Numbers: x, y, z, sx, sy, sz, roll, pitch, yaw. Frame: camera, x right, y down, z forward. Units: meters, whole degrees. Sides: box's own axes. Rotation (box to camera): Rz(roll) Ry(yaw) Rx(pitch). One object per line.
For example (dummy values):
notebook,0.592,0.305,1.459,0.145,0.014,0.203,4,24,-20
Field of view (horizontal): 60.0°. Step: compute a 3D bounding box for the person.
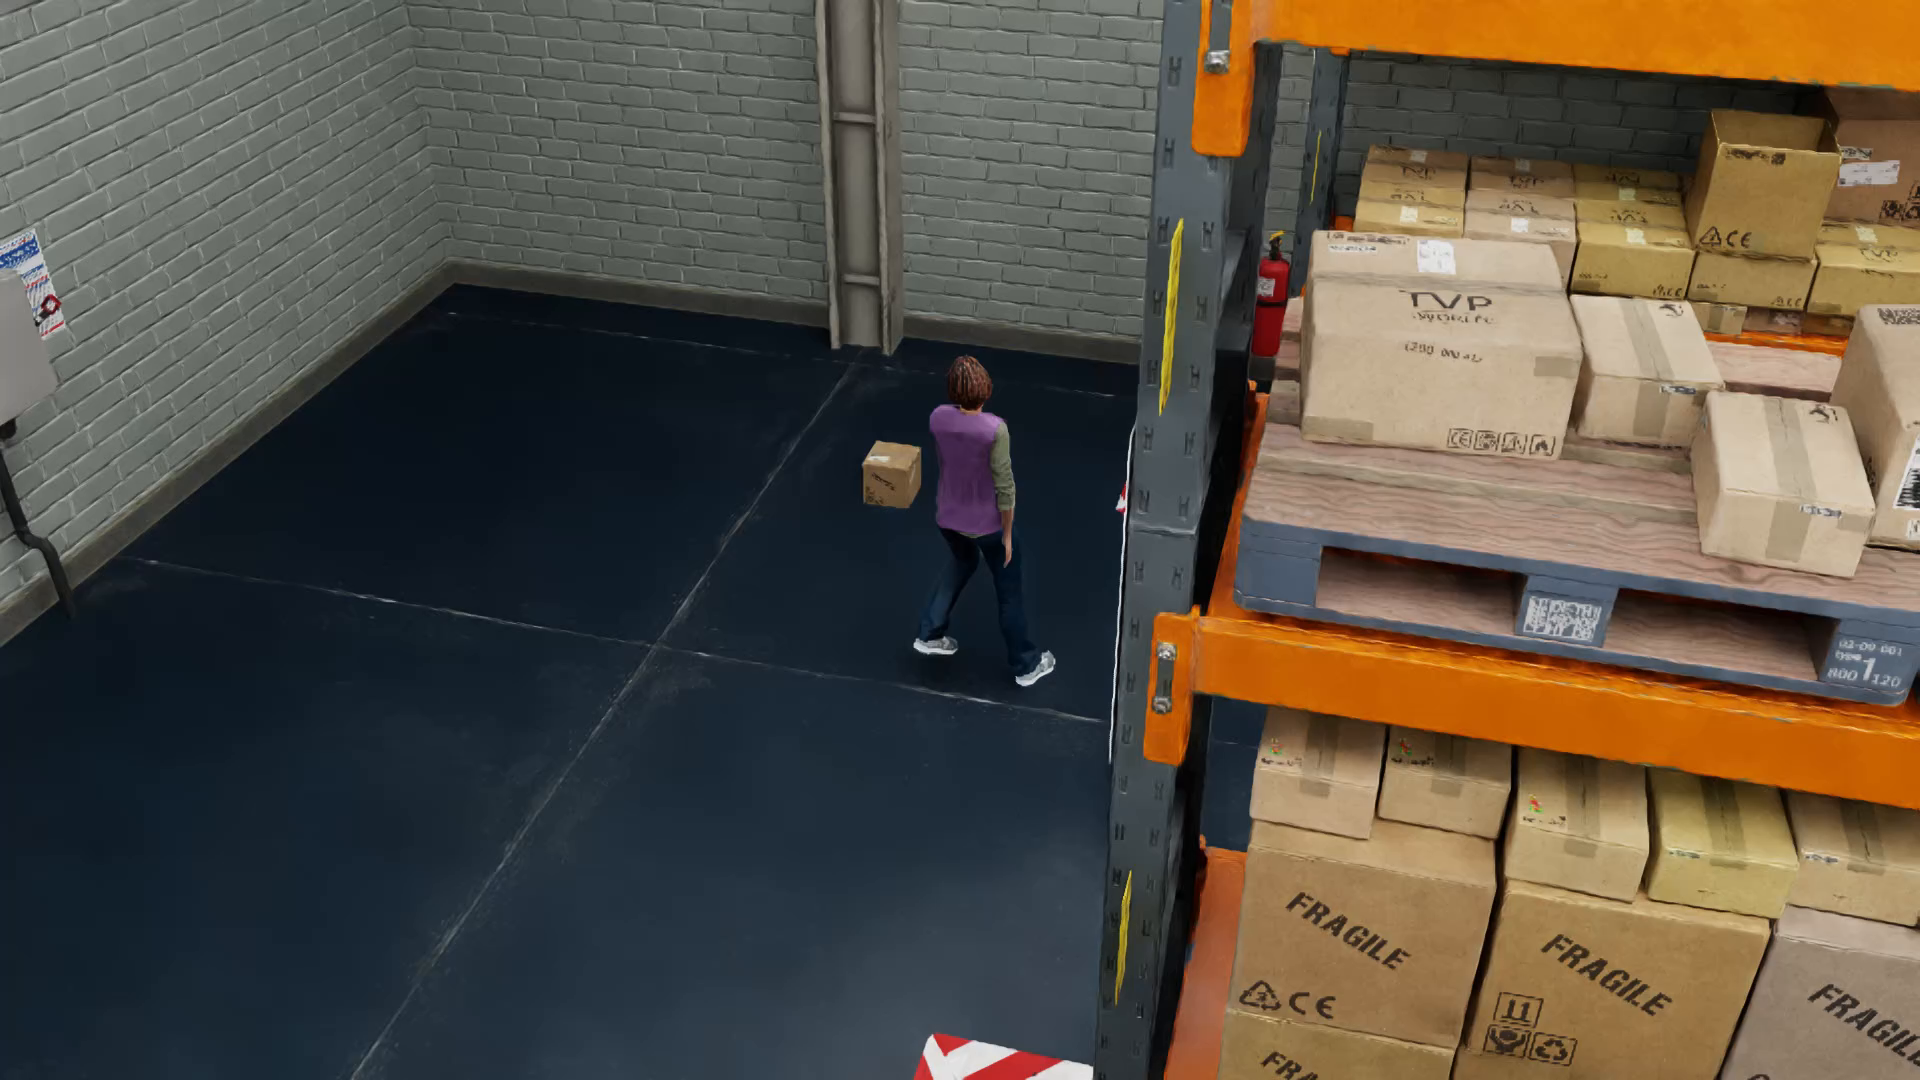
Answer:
person,0.134,-0.071,7.266,0.566,1.576,0.500,15,36,21
